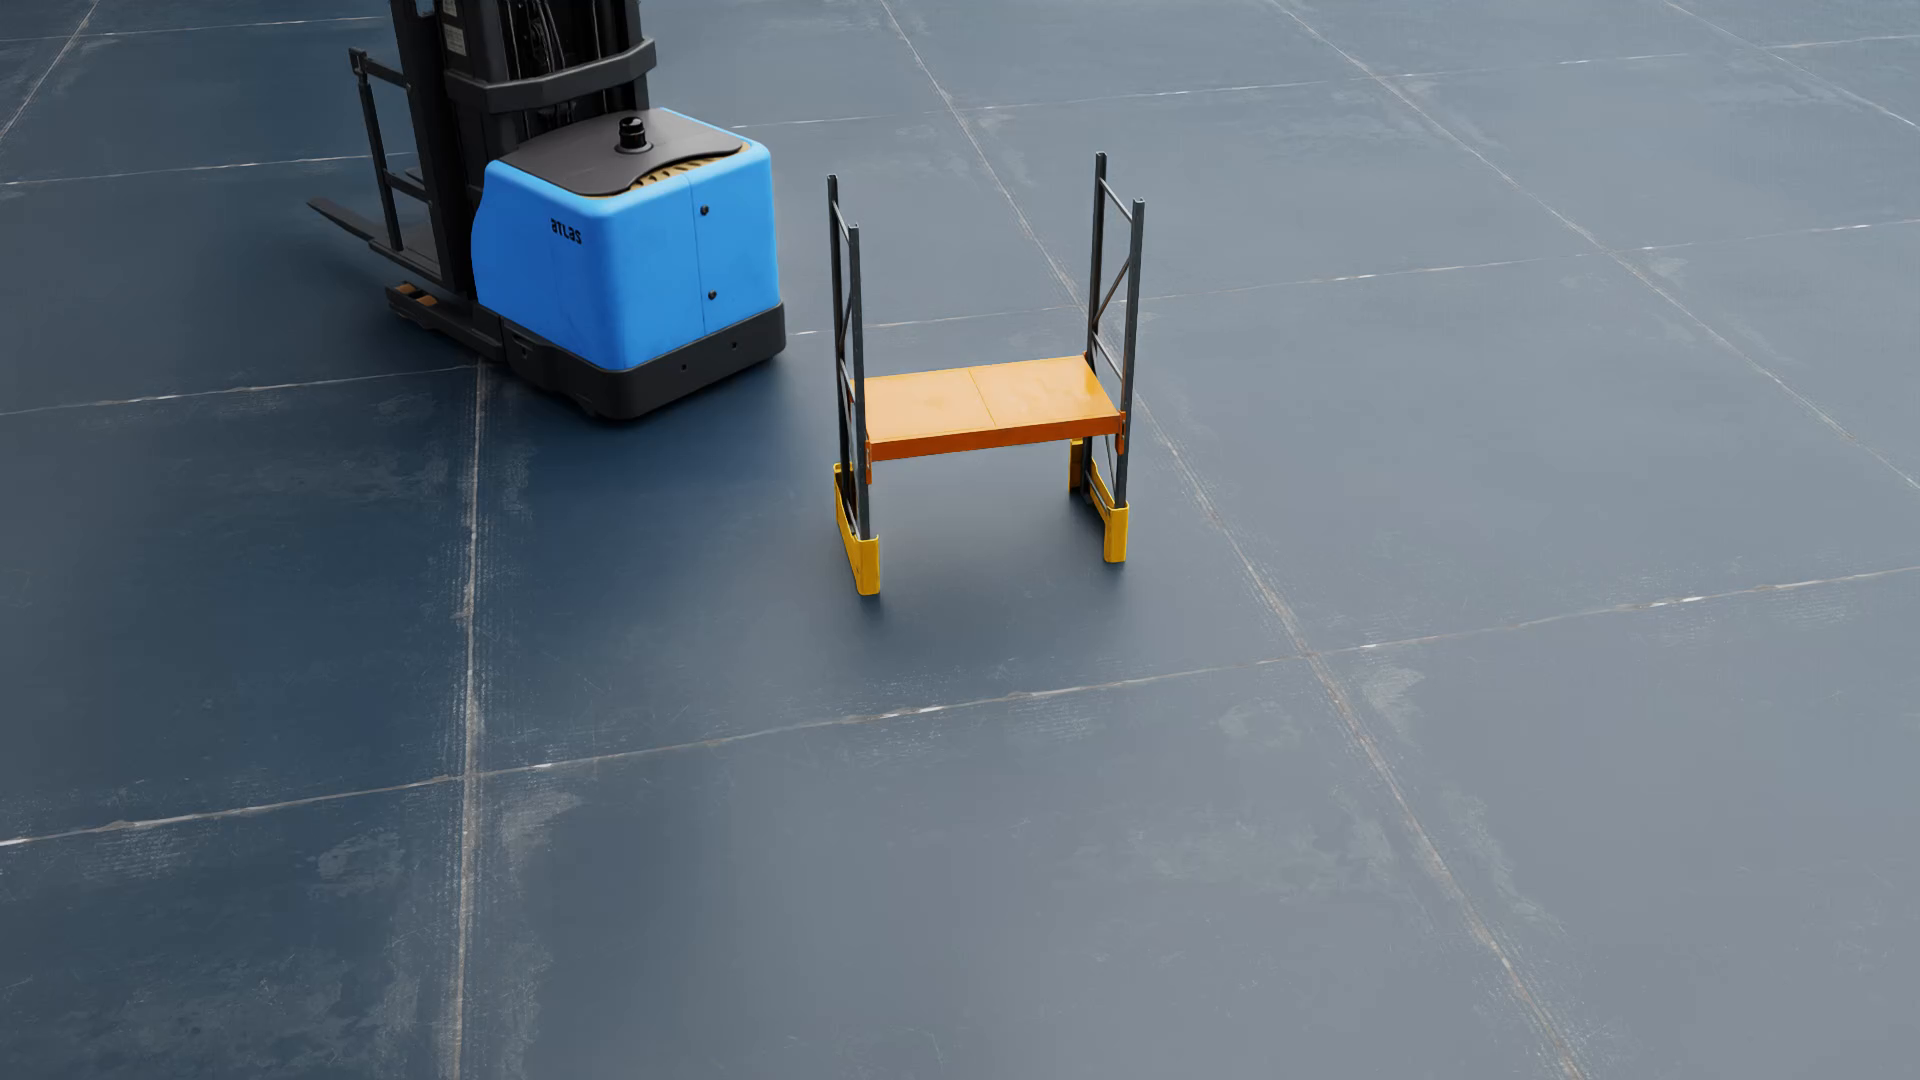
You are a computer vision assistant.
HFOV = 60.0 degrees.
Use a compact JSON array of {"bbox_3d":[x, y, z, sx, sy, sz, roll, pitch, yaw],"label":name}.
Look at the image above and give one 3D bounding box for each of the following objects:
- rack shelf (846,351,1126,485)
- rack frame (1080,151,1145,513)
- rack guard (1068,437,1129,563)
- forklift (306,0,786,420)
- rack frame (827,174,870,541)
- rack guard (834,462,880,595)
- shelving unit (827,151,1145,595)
[{"bbox_3d":[0.083,-0.484,6.448,1.000,0.185,0.538,-7,35,-11],"label":"rack shelf"},{"bbox_3d":[0.579,-0.696,6.441,0.032,1.500,0.500,-7,35,-11],"label":"rack frame"},{"bbox_3d":[0.560,-0.174,6.786,0.087,0.250,0.587,-7,35,-11],"label":"rack guard"},{"bbox_3d":[-2.258,-2.459,7.783,3.031,2.935,1.130,27,43,35],"label":"forklift"},{"bbox_3d":[-0.413,-0.571,6.255,0.032,1.500,0.500,-7,35,-11],"label":"rack frame"},{"bbox_3d":[-0.411,-0.052,6.603,0.087,0.250,0.587,-7,35,-11],"label":"rack guard"},{"bbox_3d":[0.074,-0.632,6.346,1.083,1.500,0.587,-7,35,-11],"label":"shelving unit"}]
